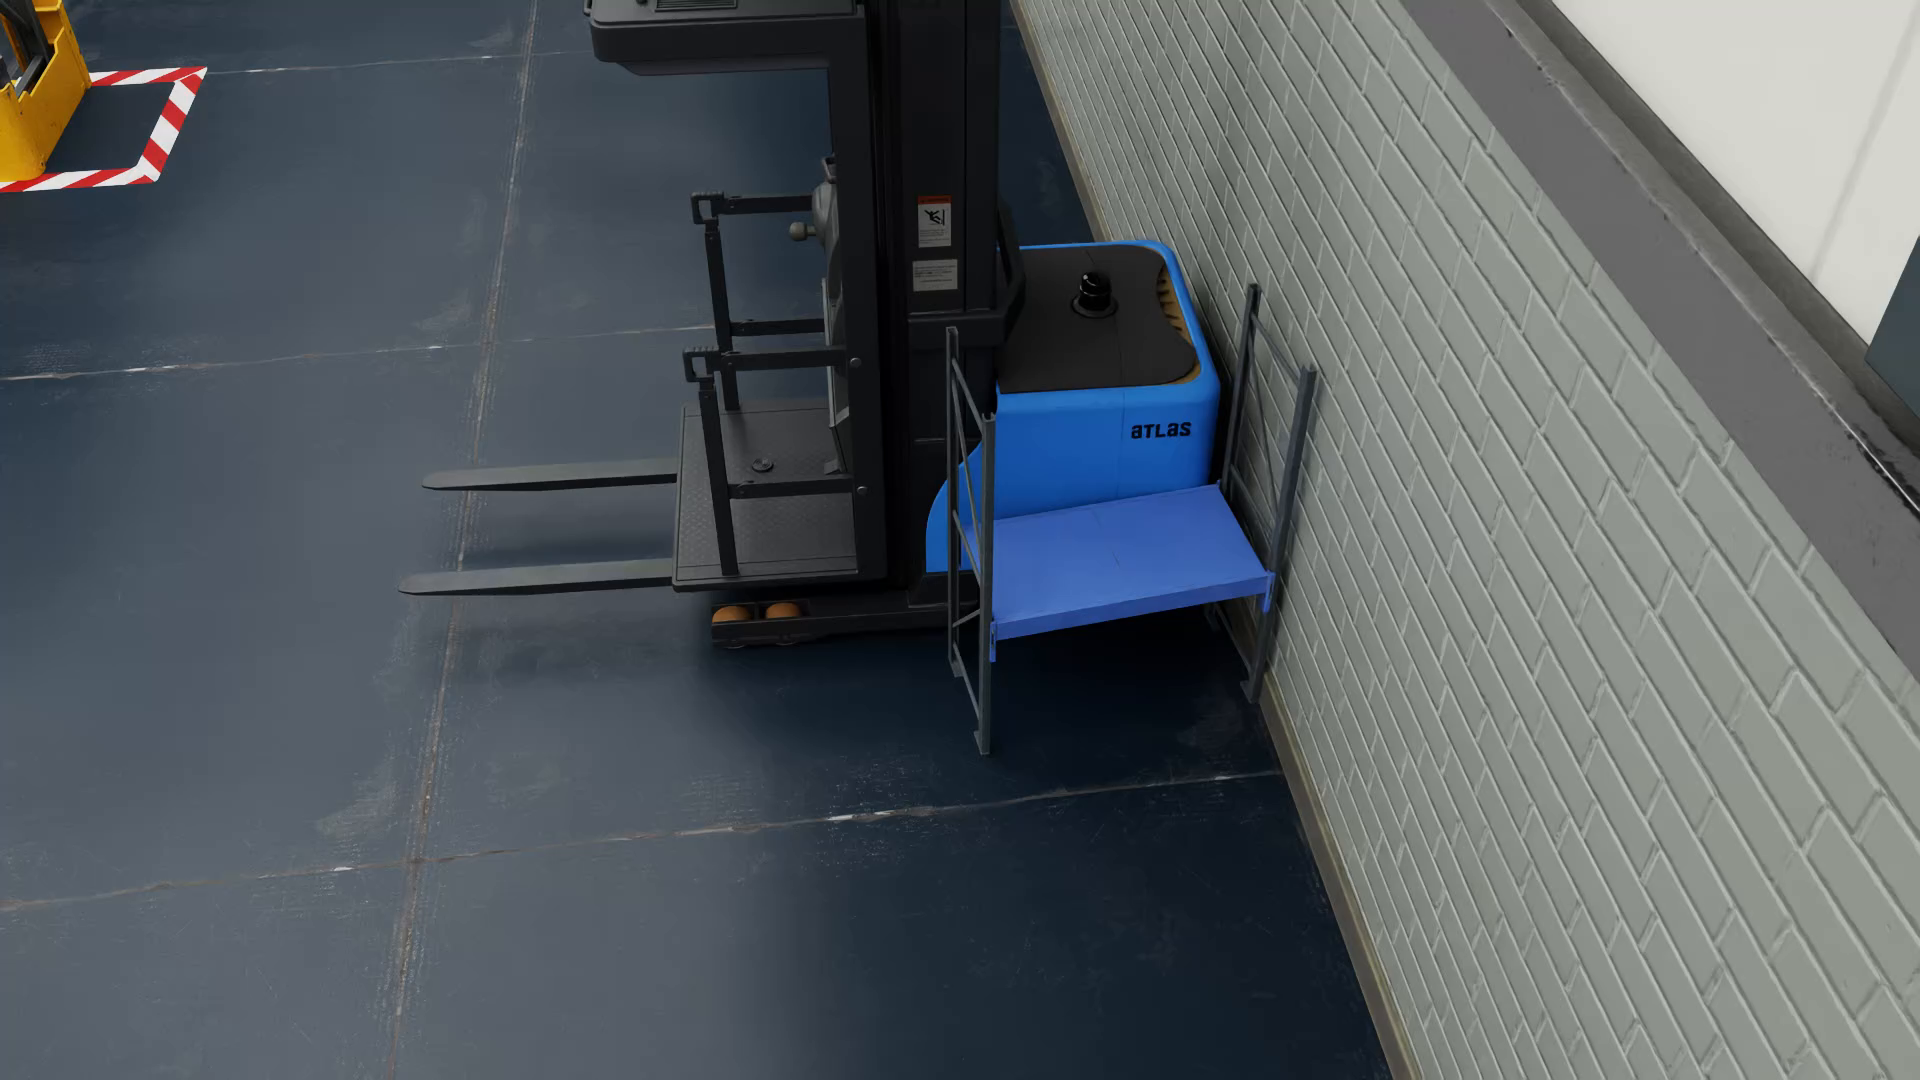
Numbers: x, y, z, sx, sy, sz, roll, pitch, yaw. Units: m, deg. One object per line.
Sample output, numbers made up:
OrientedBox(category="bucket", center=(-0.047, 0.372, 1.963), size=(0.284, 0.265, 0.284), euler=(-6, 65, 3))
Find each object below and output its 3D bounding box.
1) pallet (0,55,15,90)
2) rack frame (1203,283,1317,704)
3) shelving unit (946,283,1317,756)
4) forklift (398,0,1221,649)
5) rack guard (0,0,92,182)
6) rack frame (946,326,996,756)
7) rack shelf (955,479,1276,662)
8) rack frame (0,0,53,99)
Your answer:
OrientedBox(category="pallet", center=(-6.009, -2.320, 9.165), size=(1.213, 0.211, 1.003), euler=(-5, 42, -6))
OrientedBox(category="rack frame", center=(1.017, -0.120, 5.764), size=(0.032, 1.500, 0.500), euler=(-9, 43, -10))
OrientedBox(category="shelving unit", center=(0.524, -0.038, 5.673), size=(1.048, 1.500, 0.538), euler=(-9, 43, -10))
OrientedBox(category="forklift", center=(-0.623, -1.049, 5.725), size=(3.031, 2.935, 1.130), euler=(-4, 42, -4))
OrientedBox(category="rack guard", center=(-5.165, -2.484, 9.131), size=(0.348, 0.500, 1.175), euler=(-5, 42, -6))
OrientedBox(category="rack frame", center=(0.031, 0.044, 5.581), size=(0.032, 1.500, 0.500), euler=(-9, 43, -10))
OrientedBox(category="rack shelf", center=(0.524, 0.095, 5.793), size=(1.000, 0.185, 0.538), euler=(-9, 43, -10))
OrientedBox(category="rack frame", center=(-5.187, -3.402, 8.282), size=(0.127, 3.000, 1.000), euler=(-5, 42, -6))
